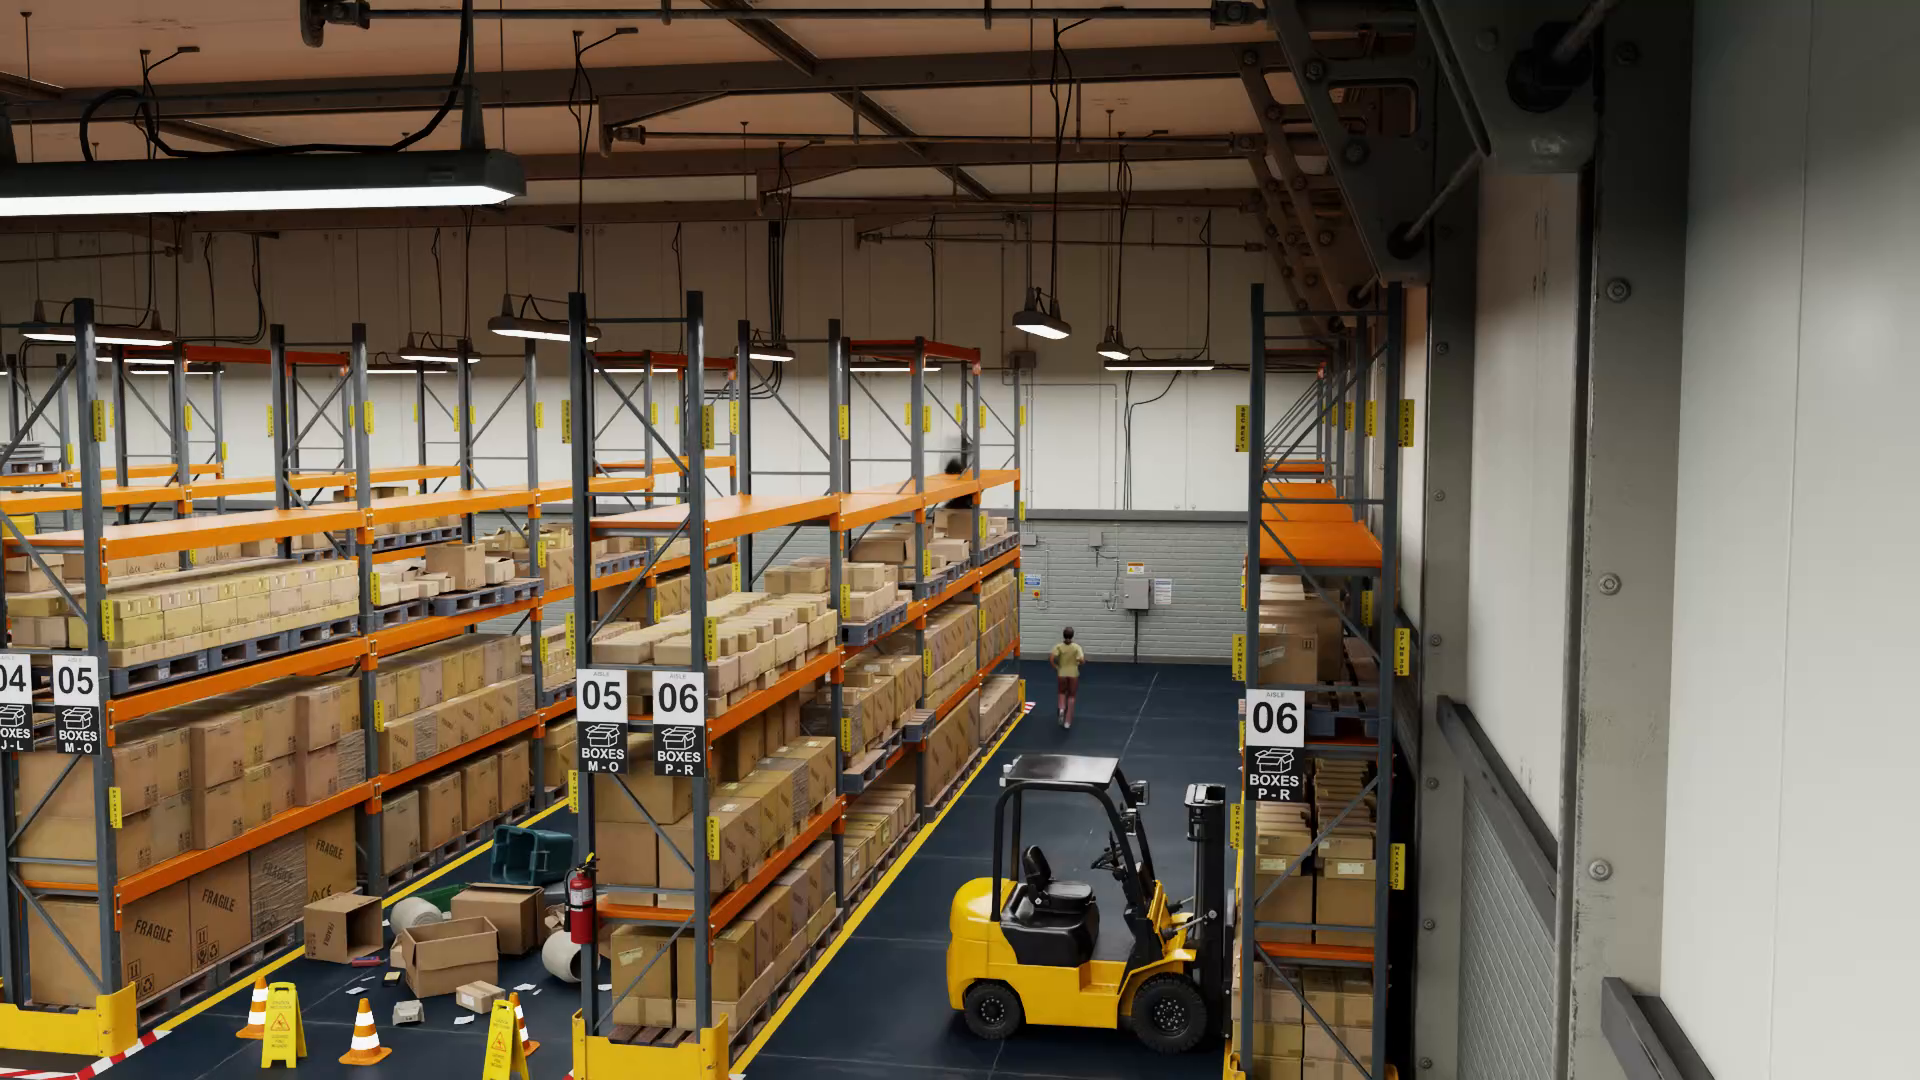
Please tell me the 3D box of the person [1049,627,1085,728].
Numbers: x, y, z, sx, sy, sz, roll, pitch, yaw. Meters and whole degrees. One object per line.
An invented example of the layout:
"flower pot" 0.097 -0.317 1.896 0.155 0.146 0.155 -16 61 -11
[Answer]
"person" 1.732 2.196 26.776 0.573 1.617 0.542 1 5 9
